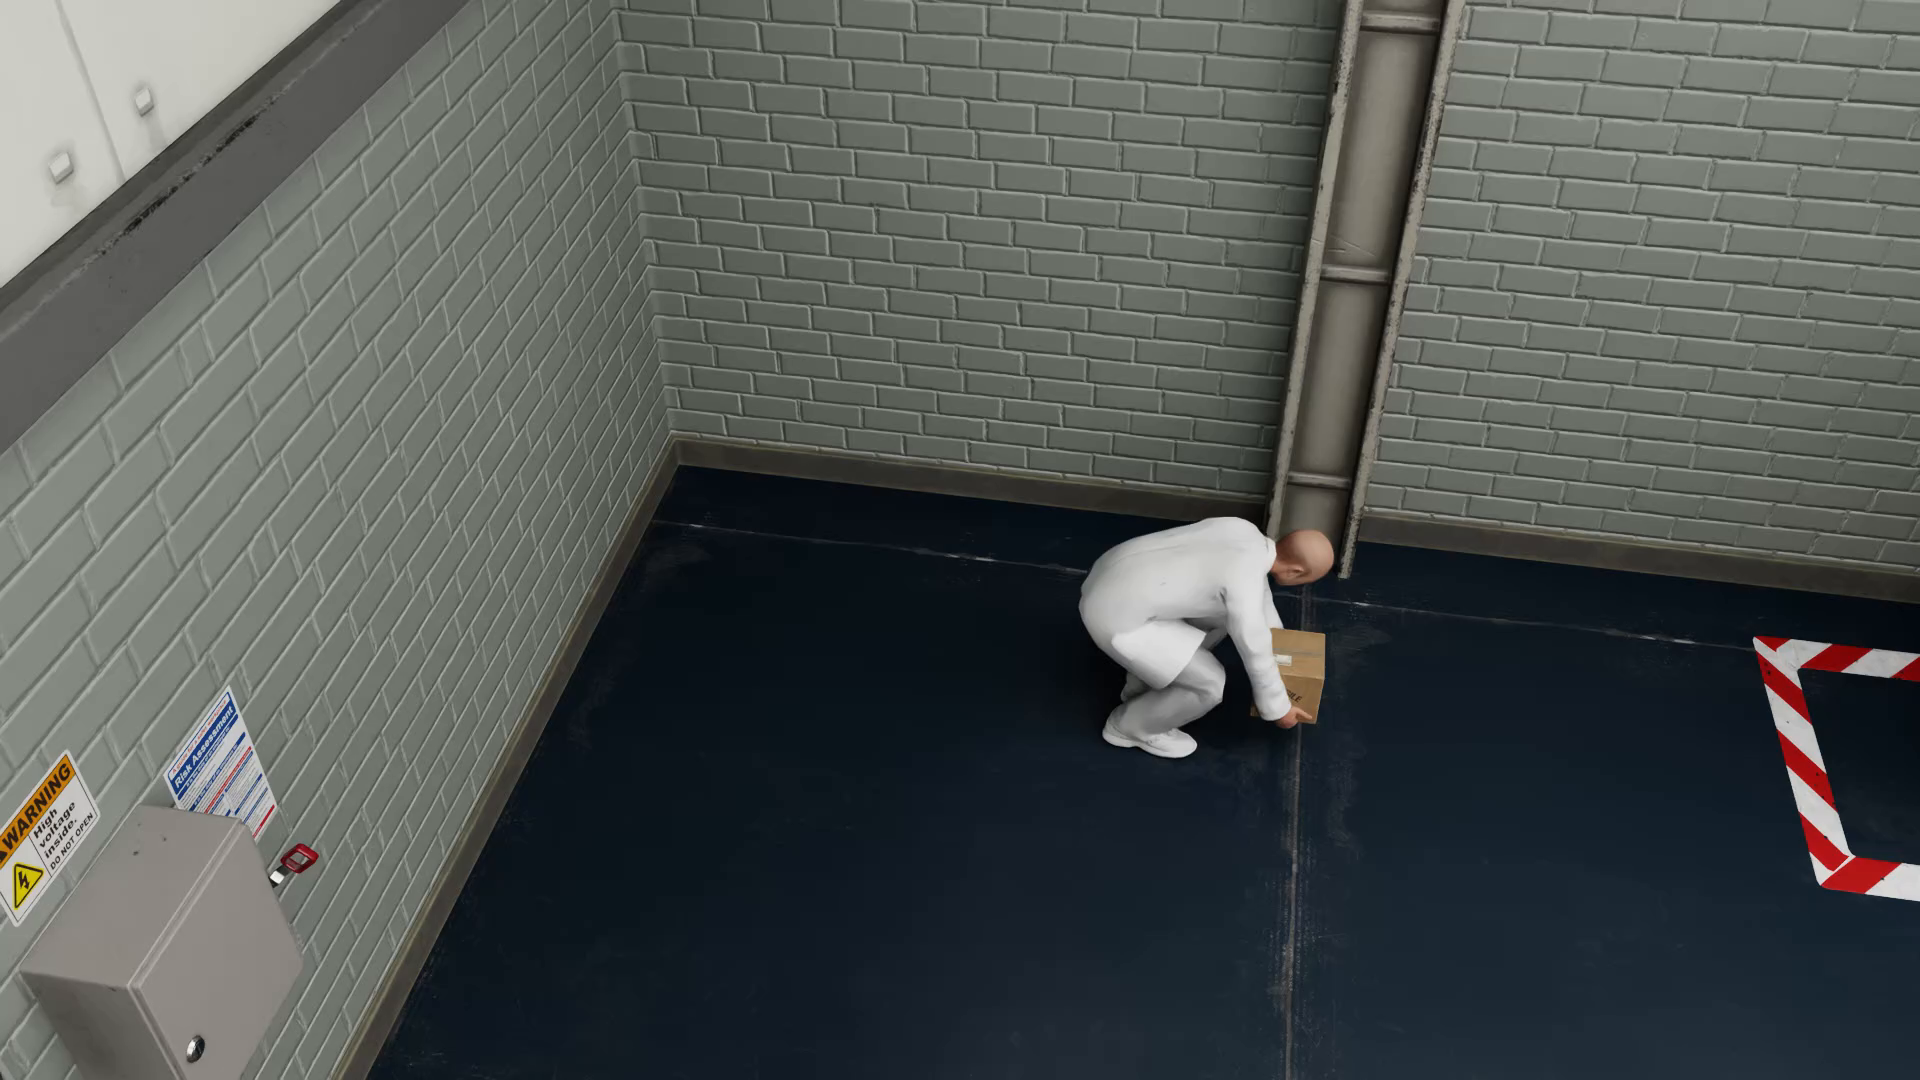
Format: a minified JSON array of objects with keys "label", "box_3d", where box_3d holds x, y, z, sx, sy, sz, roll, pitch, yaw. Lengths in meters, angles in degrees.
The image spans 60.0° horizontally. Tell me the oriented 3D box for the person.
[{"label":"person","box_3d":[0.915,0.356,6.346,0.931,1.006,0.584,5,40,6]}]
